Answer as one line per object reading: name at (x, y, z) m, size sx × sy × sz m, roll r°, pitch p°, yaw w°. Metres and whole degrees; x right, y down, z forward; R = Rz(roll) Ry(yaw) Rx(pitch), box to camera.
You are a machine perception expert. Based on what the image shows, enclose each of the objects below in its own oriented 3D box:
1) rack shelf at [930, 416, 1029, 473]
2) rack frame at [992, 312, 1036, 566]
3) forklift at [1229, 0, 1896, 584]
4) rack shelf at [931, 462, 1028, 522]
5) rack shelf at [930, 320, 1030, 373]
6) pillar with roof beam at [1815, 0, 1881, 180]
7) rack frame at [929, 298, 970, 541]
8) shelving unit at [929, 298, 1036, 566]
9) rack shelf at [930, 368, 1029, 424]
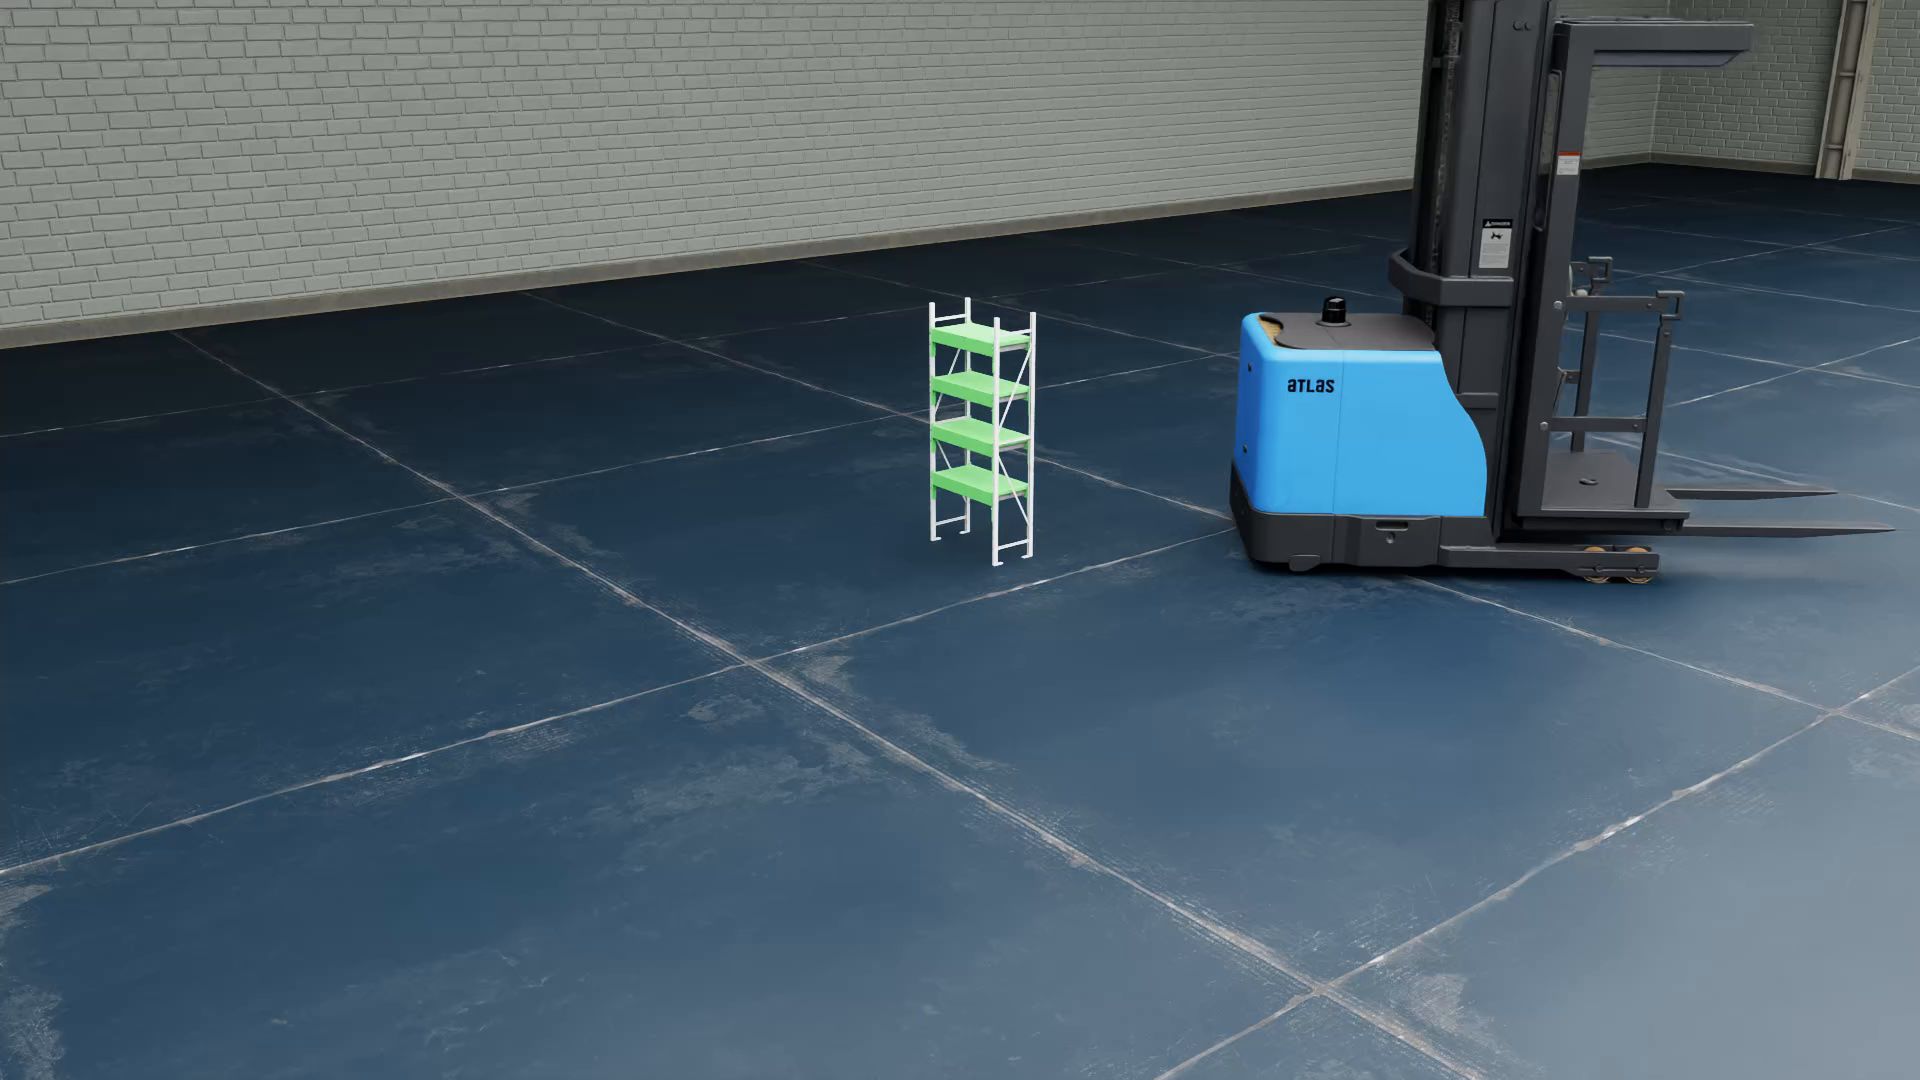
rack shelf at (0.103, -0.468, 8.071) m, size 0.258 × 0.148 × 0.480 m, roll -14°, pitch 23°, yaw -36°
rack frame at (0.254, -0.469, 7.869) m, size 0.240 × 1.200 × 0.015 m, roll -14°, pitch 23°, yaw -36°
forklift at (2.904, -1.359, 7.805) m, size 3.031 × 2.935 × 1.130 m, roll 1°, pitch 18°, yaw 3°
rack shelf at (0.103, -0.240, 8.146) m, size 0.258 × 0.148 × 0.480 m, roll -14°, pitch 23°, yaw -36°
rack shelf at (0.103, -0.924, 7.920) m, size 0.258 × 0.148 × 0.480 m, roll -14°, pitch 23°, yaw -36°
pillar with roof beam at (9.423, -8.733, 20.420) m, size 9.100 × 9.000 × 0.400 m, roll -14°, pitch 23°, yaw -36°
rack frame at (-0.049, -0.589, 8.232) m, size 0.240 × 1.200 × 0.015 m, roll -14°, pitch 23°, yaw -36°
shelving unit at (0.103, -0.529, 8.051) m, size 0.258 × 1.200 × 0.503 m, roll -14°, pitch 23°, yaw -36°
rack shelf at (0.103, -0.696, 7.995) m, size 0.258 × 0.148 × 0.480 m, roll -14°, pitch 23°, yaw -36°
